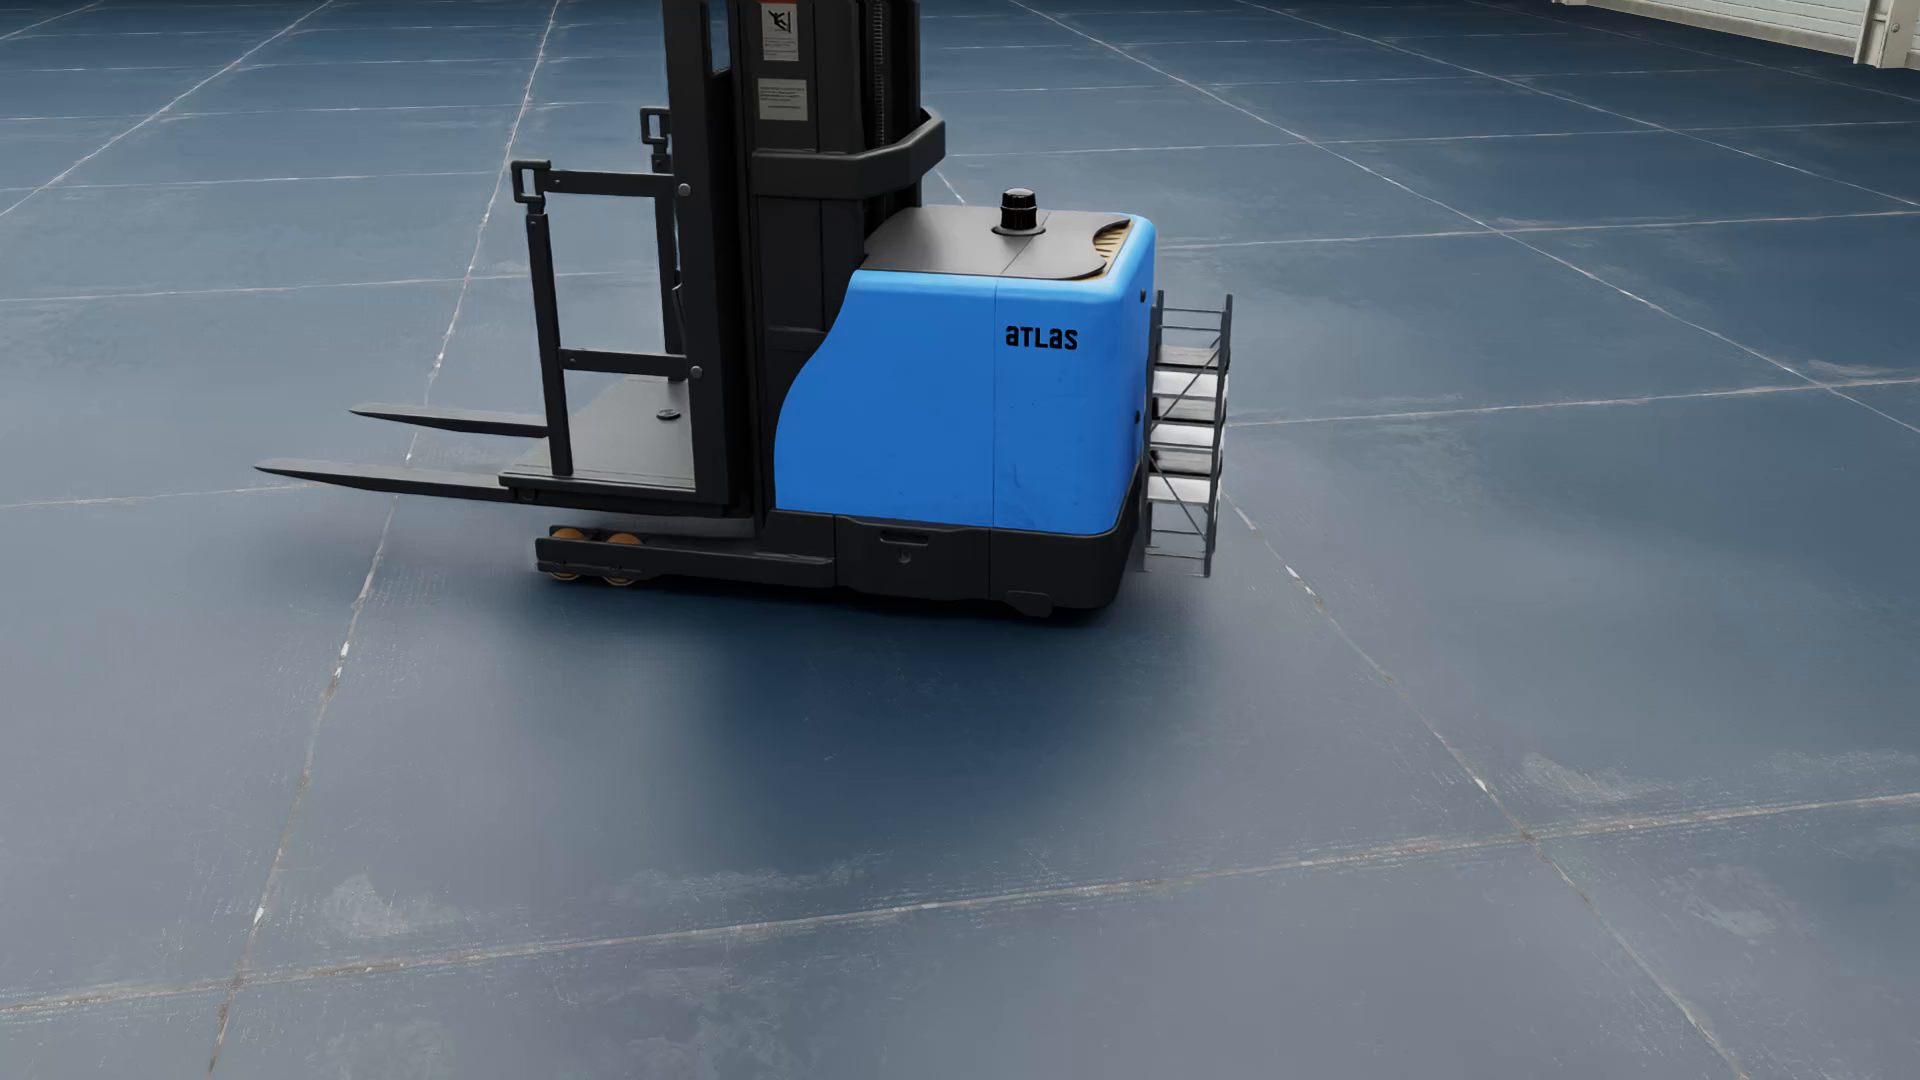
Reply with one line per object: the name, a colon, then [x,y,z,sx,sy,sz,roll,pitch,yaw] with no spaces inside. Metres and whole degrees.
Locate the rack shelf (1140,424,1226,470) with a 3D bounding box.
rack shelf: [0.728,-0.309,5.414,0.258,0.077,0.200,5,24,11]

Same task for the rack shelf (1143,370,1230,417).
rack shelf: [0.729,-0.474,5.342,0.258,0.077,0.200,5,24,11]

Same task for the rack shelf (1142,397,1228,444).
rack shelf: [0.728,-0.391,5.378,0.258,0.077,0.200,5,24,11]

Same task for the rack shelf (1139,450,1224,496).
rack shelf: [0.728,-0.226,5.451,0.258,0.077,0.200,5,24,11]

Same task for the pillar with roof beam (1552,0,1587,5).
pillar with roof beam: [3.846,-10.908,19.482,9.100,9.000,0.400,-4,24,-10]

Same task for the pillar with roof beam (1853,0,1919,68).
pillar with roof beam: [4.955,-8.548,14.079,9.100,9.000,0.400,-4,24,-10]

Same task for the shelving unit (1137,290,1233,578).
shelving unit: [0.728,-0.339,5.401,0.258,0.900,0.210,5,24,11]

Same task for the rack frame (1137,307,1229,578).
rack frame: [0.706,-0.299,5.310,0.240,0.900,0.006,5,24,11]

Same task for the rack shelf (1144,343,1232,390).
rack shelf: [0.729,-0.556,5.306,0.258,0.077,0.200,5,24,11]

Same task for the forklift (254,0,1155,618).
forklift: [-0.907,-1.394,5.279,3.031,2.935,1.130,5,24,11]

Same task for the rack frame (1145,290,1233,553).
rack frame: [0.750,-0.379,5.492,0.240,0.900,0.006,5,24,11]

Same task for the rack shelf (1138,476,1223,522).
rack shelf: [0.727,-0.144,5.487,0.258,0.077,0.200,5,24,11]
